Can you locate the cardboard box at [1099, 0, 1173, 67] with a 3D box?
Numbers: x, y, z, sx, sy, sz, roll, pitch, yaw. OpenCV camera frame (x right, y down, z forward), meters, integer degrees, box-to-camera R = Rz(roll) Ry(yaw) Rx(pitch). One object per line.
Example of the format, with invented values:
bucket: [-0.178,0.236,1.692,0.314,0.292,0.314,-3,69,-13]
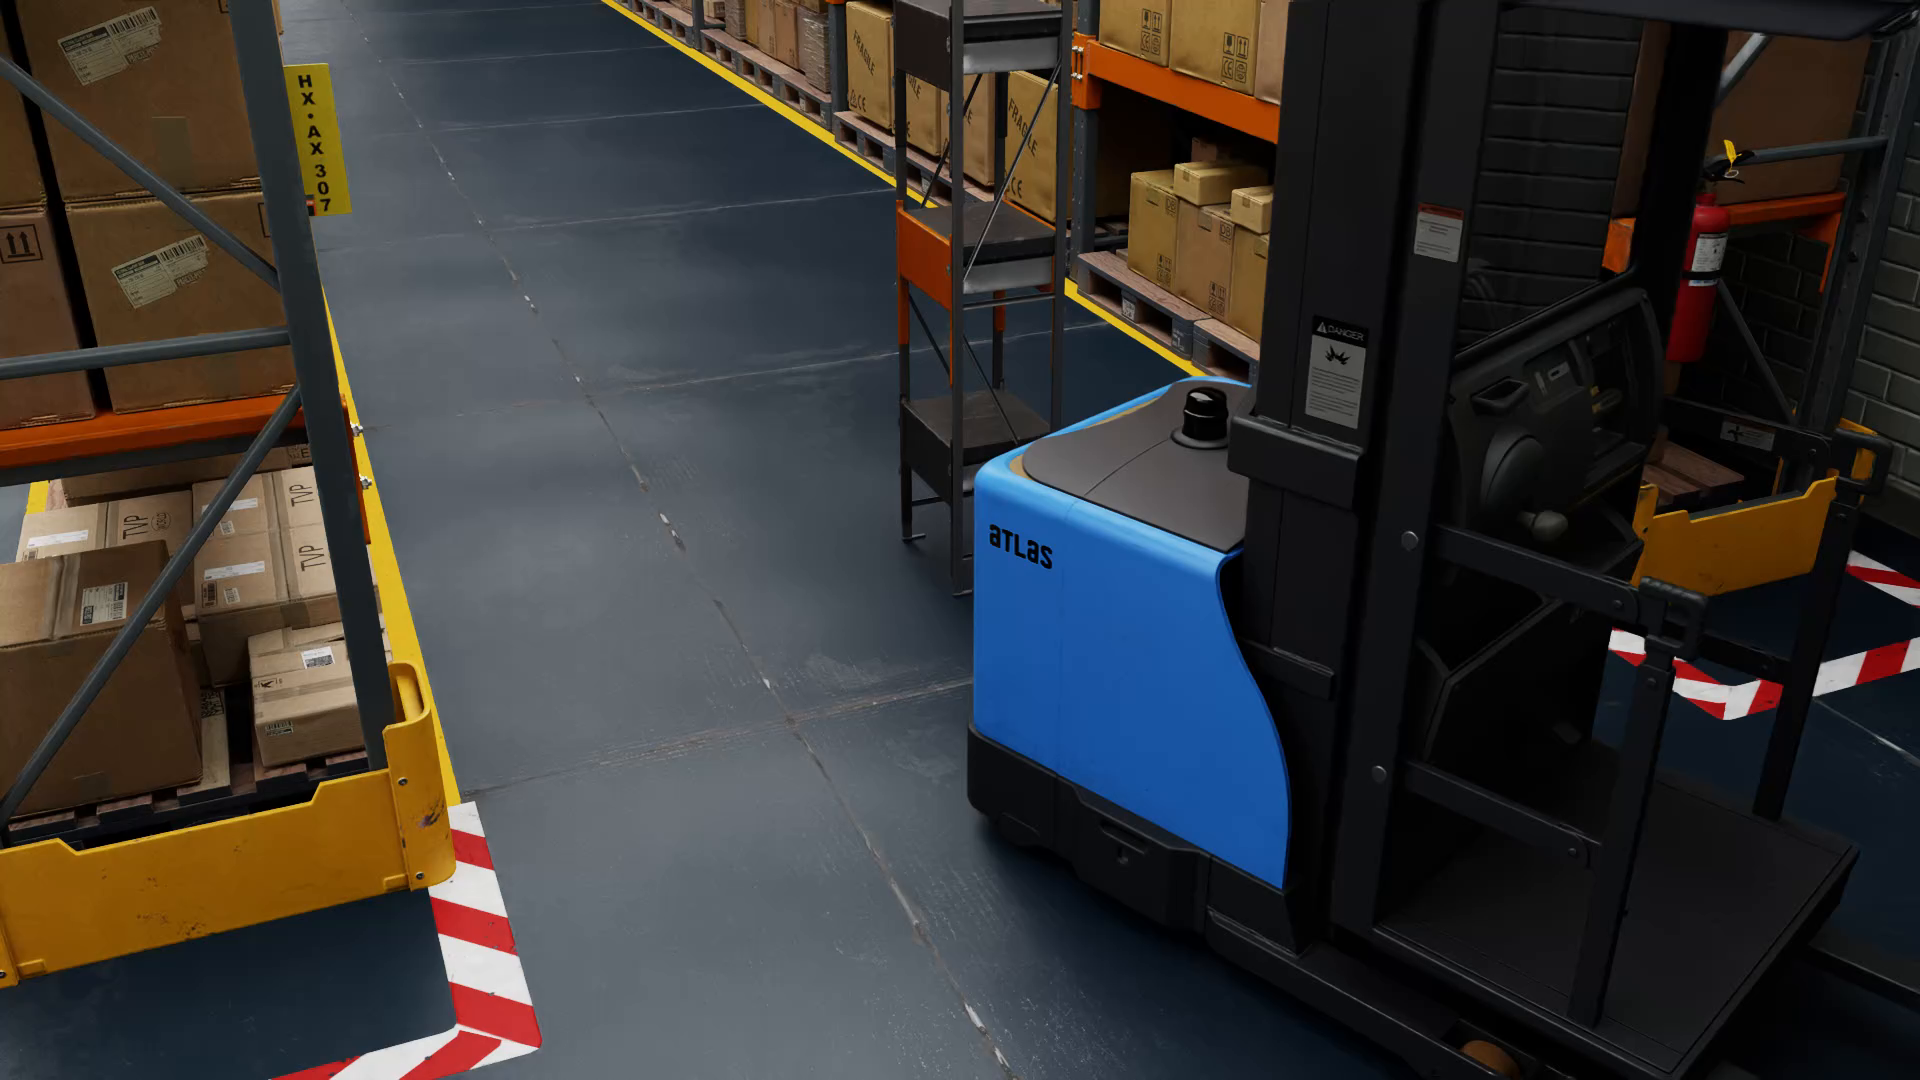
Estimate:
cardboard box: [1.285,-2.767,8.156,0.980,0.700,0.700,-10,28,-20]

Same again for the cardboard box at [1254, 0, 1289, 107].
cardboard box: [1.860,-2.179,6.953,0.980,0.700,0.700,-12,28,-23]

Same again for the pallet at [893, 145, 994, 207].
pallet: [0.235,-2.393,10.910,1.003,0.211,1.213,-11,28,-21]

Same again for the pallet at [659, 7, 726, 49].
pallet: [-2.341,-5.096,16.446,1.003,0.211,1.213,-11,28,-21]

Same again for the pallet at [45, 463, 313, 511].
pallet: [-2.719,0.023,5.963,1.003,0.211,1.213,-11,28,-21]

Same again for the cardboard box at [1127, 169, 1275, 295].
cardboard box: [1.286,-1.600,8.478,0.700,0.500,0.500,-10,28,-20]

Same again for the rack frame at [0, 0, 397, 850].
rack frame: [-1.902,-0.386,3.623,1.000,3.000,0.127,-11,28,-21]

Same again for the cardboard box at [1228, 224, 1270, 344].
cardboard box: [1.679,-1.189,7.637,0.700,0.500,0.500,-10,28,-19]

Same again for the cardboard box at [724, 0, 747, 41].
cardboard box: [-1.741,-4.864,15.140,0.700,0.500,0.500,-10,28,-19]

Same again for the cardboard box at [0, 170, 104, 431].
cardboard box: [-2.328,-0.565,3.875,0.500,0.500,0.500,-10,28,-19]

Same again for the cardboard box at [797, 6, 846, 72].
cardboard box: [-0.903,-4.053,13.479,0.700,0.500,0.500,-11,28,-21]

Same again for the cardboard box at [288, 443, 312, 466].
cardboard box: [-2.691,-0.507,6.432,0.500,0.311,0.500,-11,28,-21]

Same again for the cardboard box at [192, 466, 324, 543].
cardboard box: [-2.246,-0.021,5.506,0.500,0.250,0.500,-11,28,-21]

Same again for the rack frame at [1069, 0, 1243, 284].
rack frame: [1.088,-2.854,8.676,1.000,3.000,0.127,-11,28,-21]

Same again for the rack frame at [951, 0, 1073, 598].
rack frame: [0.160,-0.778,5.451,0.400,2.100,0.015,-11,28,-21]

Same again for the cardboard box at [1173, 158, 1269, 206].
cardboard box: [1.253,-1.722,7.989,0.380,0.149,0.250,-10,28,-19]

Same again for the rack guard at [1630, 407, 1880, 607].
rack guard: [2.664,-0.106,5.898,1.175,0.500,0.348,-11,28,-21]

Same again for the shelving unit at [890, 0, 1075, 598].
shelving unit: [0.065,-0.877,5.652,0.431,2.100,0.503,-11,28,-21]

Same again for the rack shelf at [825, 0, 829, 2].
rack shelf: [-1.262,-4.953,13.795,1.077,0.370,4.000,-11,28,-21]

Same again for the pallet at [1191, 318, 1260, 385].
pallet: [1.795,-0.787,7.622,1.003,0.211,1.213,-11,28,-21]

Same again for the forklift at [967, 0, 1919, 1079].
forklift: [1.430,-0.246,3.413,3.031,2.935,1.130,23,34,39]

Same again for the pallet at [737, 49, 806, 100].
pallet: [-1.257,-4.023,14.249,1.003,0.211,1.213,-11,28,-21]

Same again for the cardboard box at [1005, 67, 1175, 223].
cardboard box: [0.714,-2.317,9.548,0.750,0.750,0.750,-10,28,-20]

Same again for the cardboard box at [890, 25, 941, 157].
cardboard box: [0.026,-3.017,10.982,0.750,0.750,0.750,-11,28,-21]

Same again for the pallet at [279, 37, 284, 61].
pallet: [-3.681,-2.256,7.671,1.003,0.211,1.213,-11,28,-21]

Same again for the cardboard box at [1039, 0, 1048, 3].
cardboard box: [0.574,-2.936,9.107,0.380,0.149,0.250,-10,28,-20]

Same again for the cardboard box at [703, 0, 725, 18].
cardboard box: [-2.282,-5.219,16.248,0.380,0.166,0.250,-15,30,-27]

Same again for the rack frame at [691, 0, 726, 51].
rack frame: [-2.045,-6.084,15.291,1.000,3.000,0.127,-11,28,-21]

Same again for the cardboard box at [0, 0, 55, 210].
cardboard box: [-2.329,-1.013,3.653,0.500,0.500,0.500,-11,28,-21]

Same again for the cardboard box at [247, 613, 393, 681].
cardboard box: [-1.848,0.360,4.822,0.380,0.166,0.250,-11,28,-21]

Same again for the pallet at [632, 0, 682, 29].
pallet: [-2.822,-5.589,17.456,1.003,0.211,1.213,-11,28,-21]

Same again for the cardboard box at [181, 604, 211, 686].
cardboard box: [-2.418,0.333,4.877,0.380,0.166,0.250,-11,28,-21]

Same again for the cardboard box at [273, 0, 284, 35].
cardboard box: [-3.448,-2.465,7.286,0.700,0.500,0.500,-22,34,-37]

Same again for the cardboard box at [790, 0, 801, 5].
cardboard box: [-1.180,-4.610,13.765,0.500,0.250,0.500,-11,28,-21]

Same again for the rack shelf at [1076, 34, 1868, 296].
rack shelf: [1.871,-1.723,7.181,1.077,0.370,4.000,-11,28,-21]

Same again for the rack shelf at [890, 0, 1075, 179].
rack shelf: [0.065,-1.493,5.351,0.431,0.518,0.480,-11,28,-21]

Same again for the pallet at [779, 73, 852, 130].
pallet: [-0.783,-3.531,13.242,1.003,0.211,1.213,-11,28,-21]

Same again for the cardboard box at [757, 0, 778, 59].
cardboard box: [-1.330,-4.451,14.295,0.700,0.500,0.500,-10,28,-20]

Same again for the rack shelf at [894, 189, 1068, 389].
rack shelf: [0.065,-0.864,5.658,0.431,0.518,0.480,-11,28,-21]

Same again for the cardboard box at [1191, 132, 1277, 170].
cardboard box: [1.412,-1.984,8.526,0.380,0.149,0.250,-11,28,-21]
